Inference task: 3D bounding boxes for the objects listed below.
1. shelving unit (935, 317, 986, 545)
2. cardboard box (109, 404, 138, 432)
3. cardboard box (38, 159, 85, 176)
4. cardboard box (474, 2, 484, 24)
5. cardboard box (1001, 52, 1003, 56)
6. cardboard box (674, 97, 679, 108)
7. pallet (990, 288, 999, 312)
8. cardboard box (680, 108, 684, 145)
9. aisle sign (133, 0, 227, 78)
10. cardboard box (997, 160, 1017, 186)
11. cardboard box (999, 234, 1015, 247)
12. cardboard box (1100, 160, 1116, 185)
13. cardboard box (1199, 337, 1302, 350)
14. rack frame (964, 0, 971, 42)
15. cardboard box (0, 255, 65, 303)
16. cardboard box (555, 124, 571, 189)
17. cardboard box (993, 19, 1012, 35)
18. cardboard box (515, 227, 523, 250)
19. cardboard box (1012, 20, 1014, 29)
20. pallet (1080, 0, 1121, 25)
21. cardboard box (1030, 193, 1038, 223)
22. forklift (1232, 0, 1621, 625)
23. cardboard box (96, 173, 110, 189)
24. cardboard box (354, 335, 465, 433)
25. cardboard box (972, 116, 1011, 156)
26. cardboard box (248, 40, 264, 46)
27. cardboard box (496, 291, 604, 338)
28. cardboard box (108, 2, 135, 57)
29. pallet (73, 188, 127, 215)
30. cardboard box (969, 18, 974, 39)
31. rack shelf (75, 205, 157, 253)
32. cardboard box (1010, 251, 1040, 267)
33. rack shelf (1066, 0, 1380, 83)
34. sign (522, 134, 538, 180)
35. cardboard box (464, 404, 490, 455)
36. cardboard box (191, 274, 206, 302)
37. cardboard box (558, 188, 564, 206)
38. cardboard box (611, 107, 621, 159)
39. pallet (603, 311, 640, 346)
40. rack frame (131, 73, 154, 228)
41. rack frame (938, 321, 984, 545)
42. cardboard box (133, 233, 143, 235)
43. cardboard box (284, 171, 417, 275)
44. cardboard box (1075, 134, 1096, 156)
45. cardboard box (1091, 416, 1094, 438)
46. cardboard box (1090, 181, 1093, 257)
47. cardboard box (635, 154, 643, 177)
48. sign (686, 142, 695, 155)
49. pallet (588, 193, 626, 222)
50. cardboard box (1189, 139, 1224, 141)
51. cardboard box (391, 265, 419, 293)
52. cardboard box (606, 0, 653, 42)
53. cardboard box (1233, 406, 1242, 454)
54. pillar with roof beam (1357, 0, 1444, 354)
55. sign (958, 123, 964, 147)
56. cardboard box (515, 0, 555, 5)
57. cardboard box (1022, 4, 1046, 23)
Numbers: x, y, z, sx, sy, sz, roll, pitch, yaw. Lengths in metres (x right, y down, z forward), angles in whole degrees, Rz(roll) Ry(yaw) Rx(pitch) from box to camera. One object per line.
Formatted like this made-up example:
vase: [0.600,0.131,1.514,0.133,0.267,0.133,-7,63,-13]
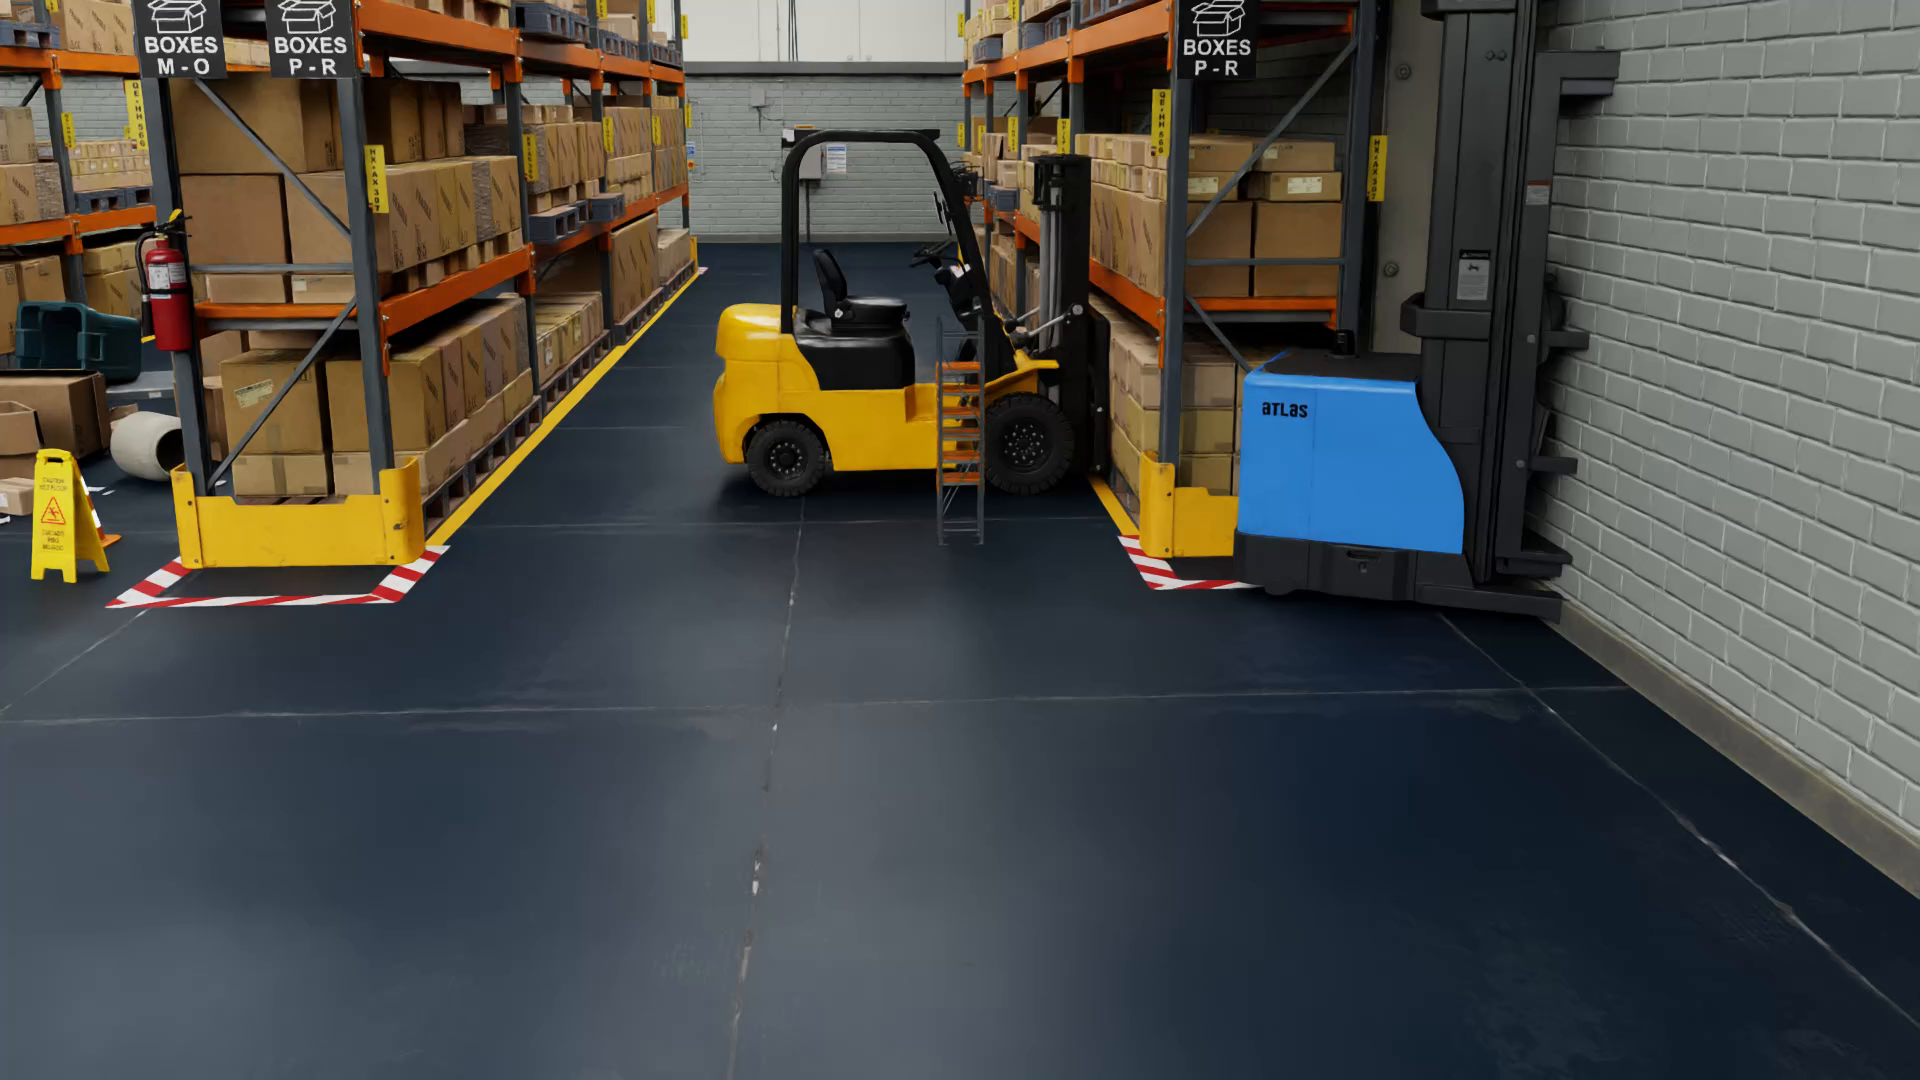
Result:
shelving unit: [0.001,-0.577,8.863,0.258,1.200,0.189,-1,14,-3]
cardboard box: [-5.741,-0.775,11.505,0.258,0.266,0.396,-13,20,-42]
cardboard box: [-8.661,-3.577,15.974,0.380,0.149,0.250,0,14,-1]
cardboard box: [-3.358,-3.465,10.956,0.380,0.149,0.250,-1,14,-3]
cardboard box: [0.492,-5.818,20.102,0.380,0.149,0.250,-1,14,-4]
cardboard box: [-4.031,-5.954,22.639,0.380,0.149,0.250,-1,14,-4]
pallet: [0.897,-2.850,19.679,1.003,0.211,1.213,-1,14,-3]
cardboard box: [-4.126,-5.736,23.091,0.500,0.500,0.500,0,14,-2]
aisle sign: [-3.687,-2.579,7.813,0.394,0.787,0.004,-1,14,-3]
cardboard box: [0.668,-3.795,17.215,0.500,0.250,0.500,-2,15,-6]
cardboard box: [0.660,-3.548,19.668,0.380,0.149,0.250,-1,14,-5]
cardboard box: [1.112,-2.373,10.726,0.380,0.149,0.250,-1,14,-5]
cardboard box: [1.677,-1.020,9.640,0.500,0.250,0.500,-1,14,-3]
rack frame: [0.561,-8.302,23.234,1.000,3.000,0.127,-1,14,-3]
cardboard box: [-8.884,-2.189,15.187,1.050,0.750,0.750,-1,14,-4]
cardboard box: [-3.441,-3.099,13.412,0.500,0.500,0.500,-1,14,-4]
cardboard box: [0.551,-5.522,17.911,0.380,0.149,0.250,-1,14,-2]
cardboard box: [-3.325,-2.138,11.820,0.380,0.149,0.250,-1,14,-4]
cardboard box: [0.741,-5.385,17.417,0.380,0.149,0.250,0,14,-2]
pallet: [1.383,-3.610,11.197,1.003,0.211,1.213,-1,14,-3]
cardboard box: [0.905,-2.967,14.840,0.500,0.250,0.500,-1,14,-5]
forklift: [2.882,-1.129,7.531,3.031,2.935,1.130,6,16,21]
cardboard box: [-8.692,-3.558,16.496,0.380,0.149,0.250,0,14,-1]
cardboard box: [-3.215,-0.916,9.736,0.500,0.500,0.500,-1,14,-6]
cardboard box: [0.413,-5.341,21.965,0.500,0.500,0.500,-1,14,-2]
cardboard box: [-8.913,-6.218,20.450,0.500,0.250,0.500,-1,14,-2]
cardboard box: [-3.872,-2.120,15.676,0.950,0.372,0.625,-2,15,-7]
cardboard box: [-8.676,-5.124,16.700,0.500,0.500,0.500,-1,14,-3]
pallet: [-8.982,-3.311,16.259,1.213,0.211,1.003,-1,14,-3]
cardboard box: [0.395,-6.797,22.106,0.500,0.250,0.500,-1,14,-4]
rack shelf: [-8.956,-3.377,17.575,1.077,0.370,4.000,-1,14,-3]
cardboard box: [0.725,-2.900,17.151,0.380,0.149,0.250,-2,15,-6]
rack shelf: [1.428,-3.019,10.165,1.077,0.370,4.000,-1,14,-3]
sign: [-3.108,-2.764,12.013,0.100,0.325,0.005,-1,14,-3]
cardboard box: [-3.246,-0.679,10.322,0.500,0.250,0.500,0,14,0]
cardboard box: [-8.751,-2.908,18.482,0.500,0.500,0.500,-1,14,-5]
cardboard box: [-3.457,-2.816,13.615,0.380,0.149,0.250,-1,14,-3]
cardboard box: [-3.724,-4.112,16.780,0.500,0.500,0.500,-1,14,-3]
pallet: [-3.871,-2.176,17.061,1.003,0.211,1.213,-1,14,-3]
rack frame: [-9.079,-4.223,19.419,1.000,3.000,0.127,-1,14,-3]
rack frame: [0.007,-0.555,8.774,0.240,1.200,0.006,-1,14,-3]
cardboard box: [-8.762,-3.269,18.382,0.500,0.250,0.500,0,14,-1]
cardboard box: [-3.154,-1.655,8.639,0.500,0.500,0.500,-1,14,-4]
cardboard box: [1.028,-2.835,11.926,0.380,0.149,0.250,-1,14,-2]
cardboard box: [1.110,-0.778,10.707,0.500,0.250,0.500,0,14,-2]
cardboard box: [1.120,-2.217,11.423,0.500,0.500,0.500,-1,14,-2]
cardboard box: [-3.799,-4.135,18.375,0.500,0.250,0.500,-1,14,-2]
sign: [-4.818,-6.866,29.152,0.327,0.218,0.001,-1,14,-3]
pallet: [-3.747,-3.061,15.289,1.213,0.211,1.003,-1,14,-3]
cardboard box: [1.289,-2.199,9.452,0.380,0.149,0.250,-1,14,-3]
cardboard box: [-3.182,-1.436,9.091,0.380,0.149,0.250,-1,14,-5]
cardboard box: [-3.972,-6.227,19.944,0.500,0.500,0.500,-1,14,-2]
cardboard box: [1.730,-0.652,9.211,0.500,0.250,0.500,-1,14,-2]
pillar with roof beam: [-1.888,-4.443,8.237,9.100,9.000,0.400,-1,14,-3]
sign: [0.019,-5.808,23.841,0.100,0.325,0.005,-1,14,-3]
cardboard box: [-3.286,-4.070,12.262,0.500,0.250,0.500,-1,14,-5]
cardboard box: [0.775,-4.907,15.484,0.380,0.166,0.250,-1,14,-4]
